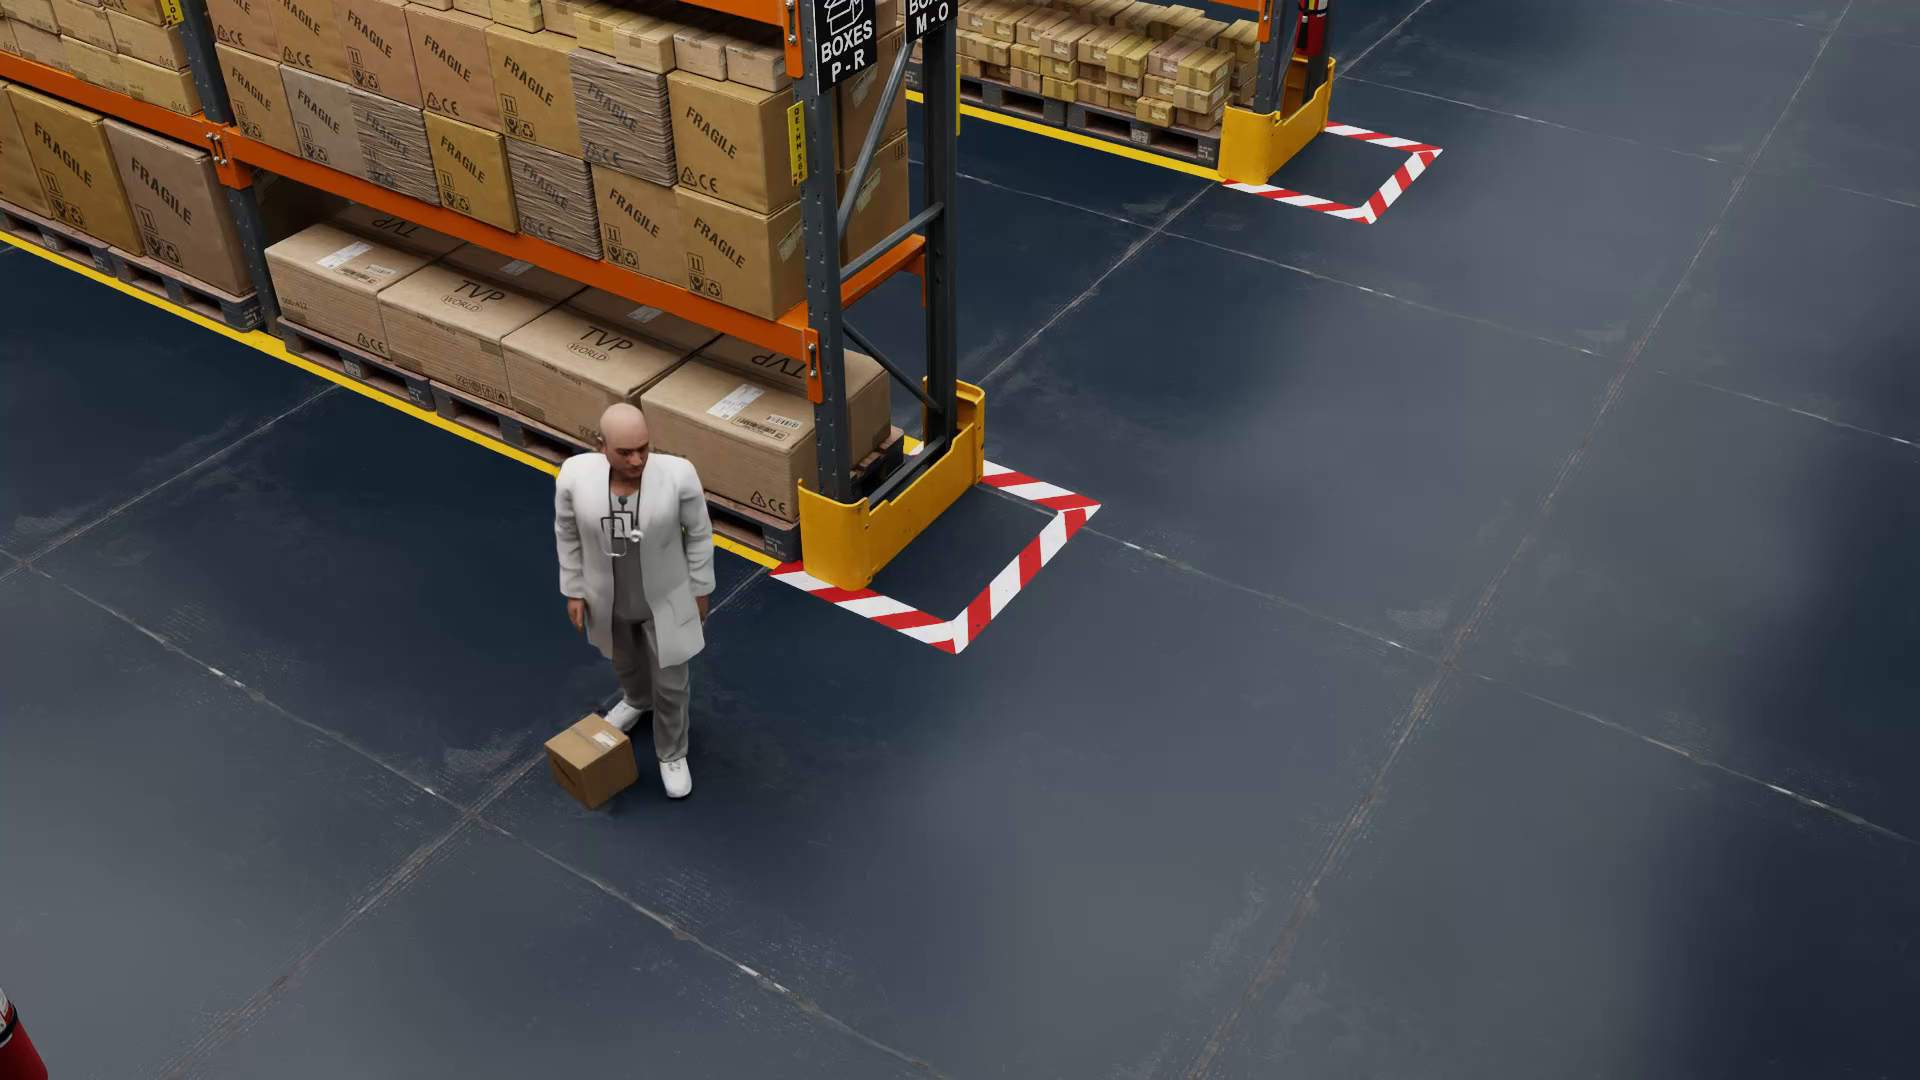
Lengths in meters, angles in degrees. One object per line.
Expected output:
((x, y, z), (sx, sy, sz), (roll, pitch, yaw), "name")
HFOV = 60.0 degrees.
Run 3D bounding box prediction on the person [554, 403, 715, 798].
((-1.239, 0.180, 6.463), (0.597, 1.767, 0.630), (0, 38, 0), "person")
